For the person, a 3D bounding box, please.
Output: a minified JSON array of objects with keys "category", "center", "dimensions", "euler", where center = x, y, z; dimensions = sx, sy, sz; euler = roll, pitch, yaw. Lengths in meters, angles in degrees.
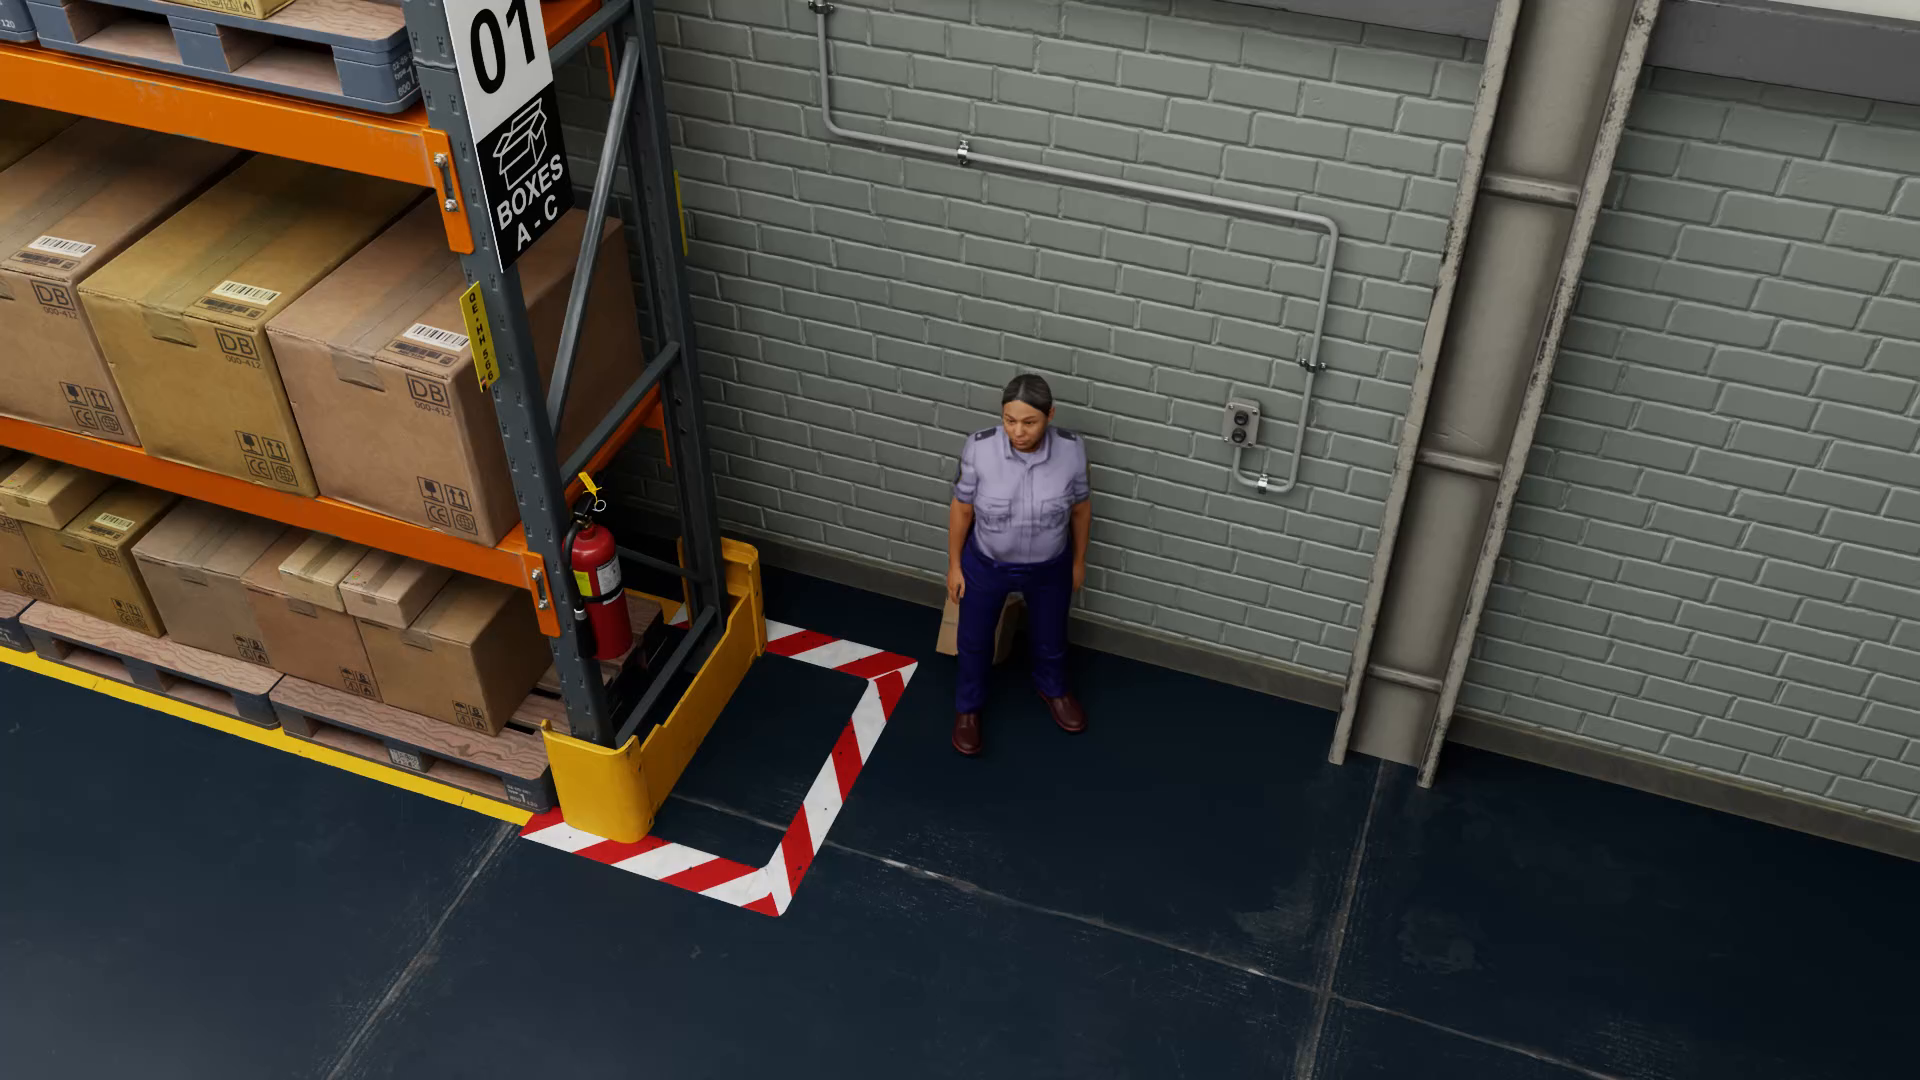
[{"category":"person","center":[0.224,0.098,6.030],"dimensions":[0.551,1.648,0.390],"euler":[-2,42,-2]}]
